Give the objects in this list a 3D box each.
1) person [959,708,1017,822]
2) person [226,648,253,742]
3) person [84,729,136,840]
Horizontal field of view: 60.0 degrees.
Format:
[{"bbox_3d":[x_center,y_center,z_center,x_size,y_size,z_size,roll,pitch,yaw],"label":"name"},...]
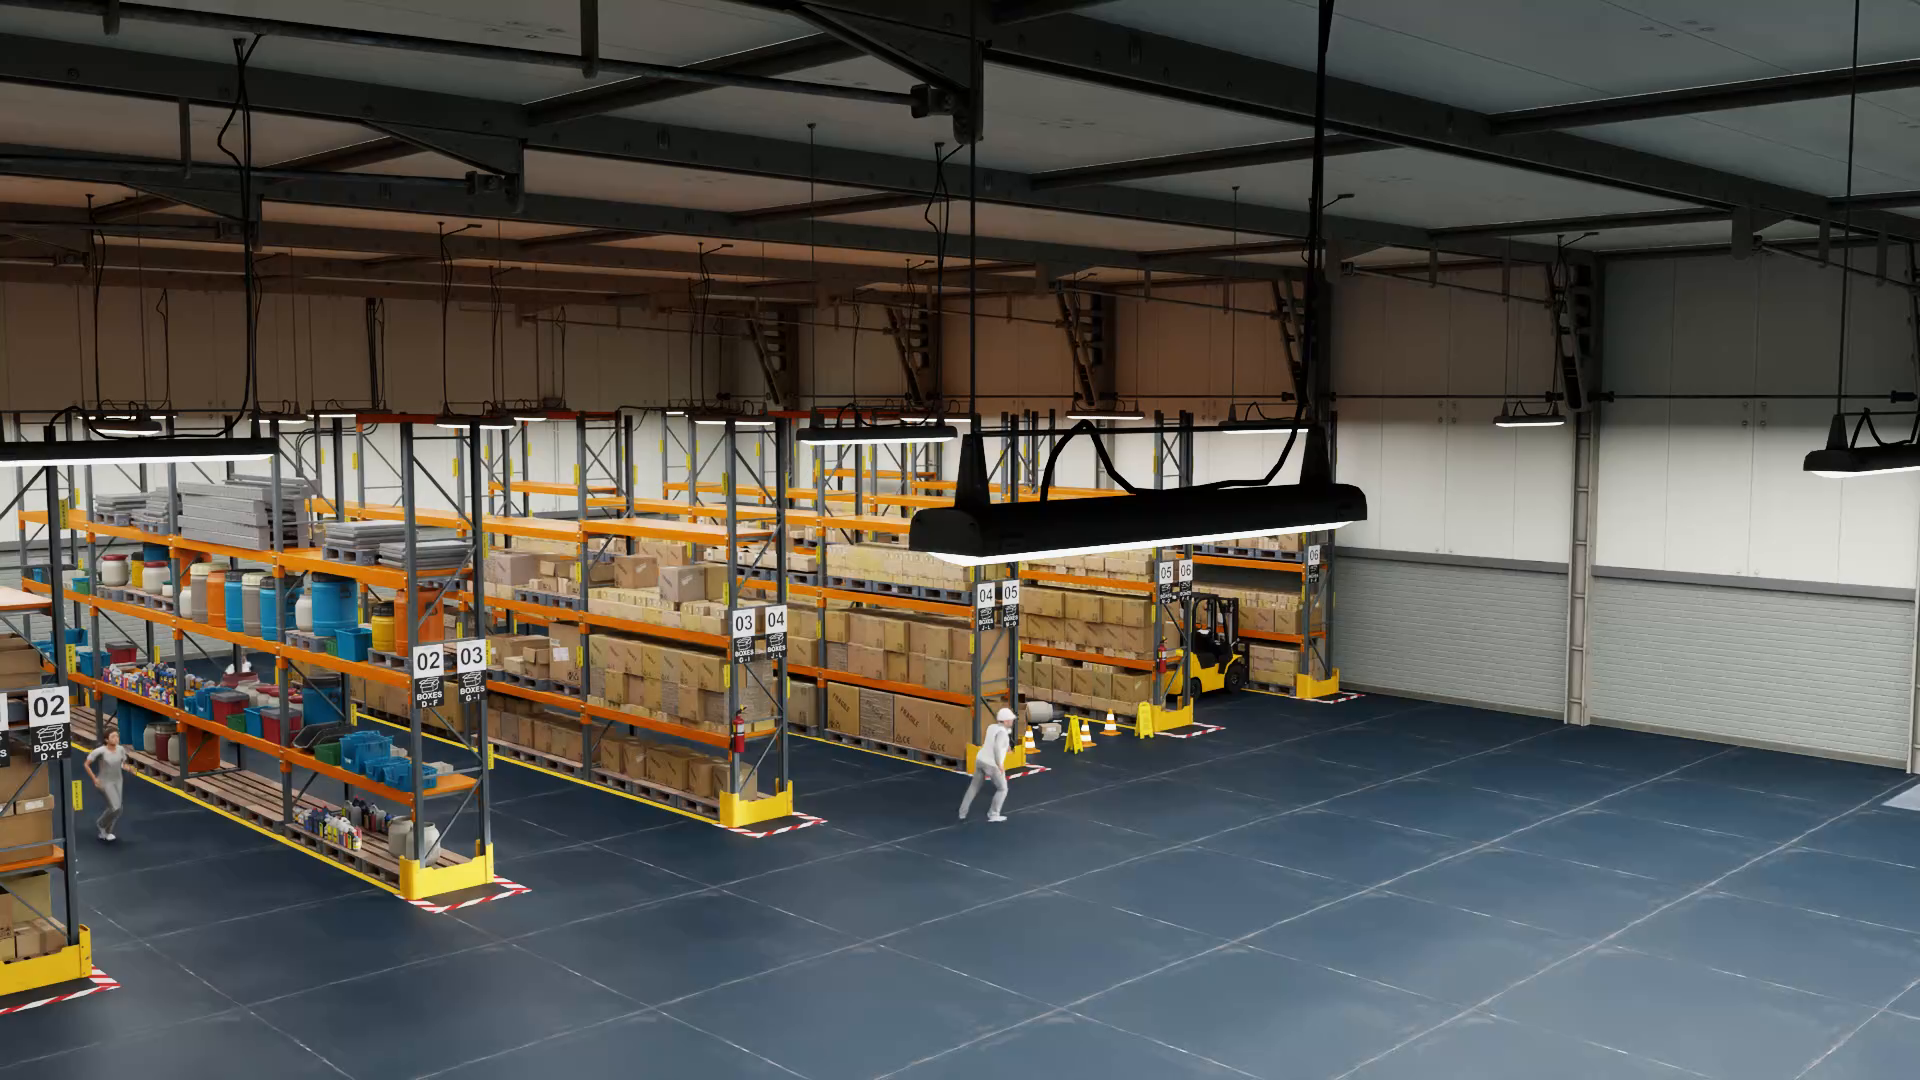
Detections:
[{"bbox_3d":[0.444,3.349,24.769,0.896,1.700,0.712,-4,6,-36],"label":"person"},{"bbox_3d":[-12.985,2.852,30.051,0.855,1.838,0.613,4,6,40],"label":"person"},{"bbox_3d":[-12.028,3.472,23.564,0.632,1.615,0.571,3,6,29],"label":"person"}]
